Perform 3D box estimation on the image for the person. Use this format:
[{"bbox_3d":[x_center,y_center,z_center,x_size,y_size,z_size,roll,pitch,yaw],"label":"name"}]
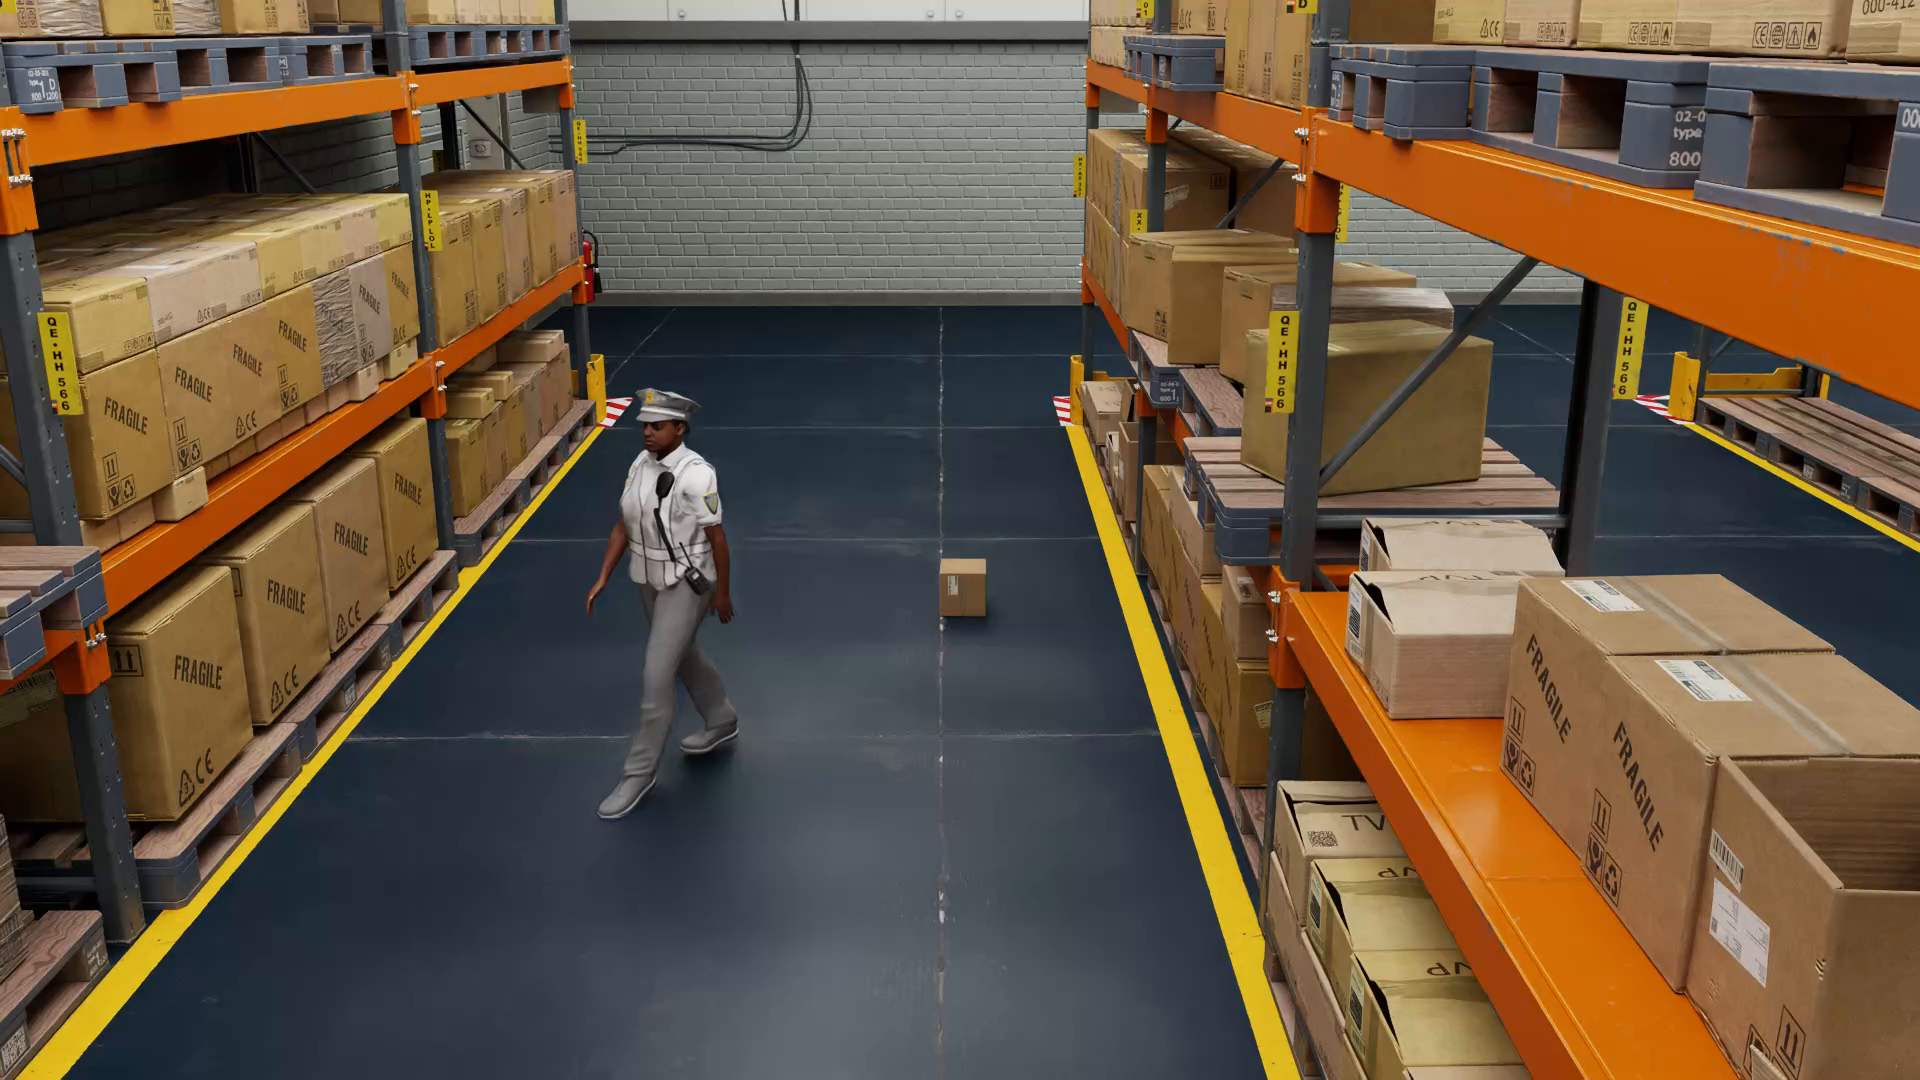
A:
[{"bbox_3d":[-1.247,0.208,6.838,0.457,1.691,0.855,15,23,40],"label":"person"}]
